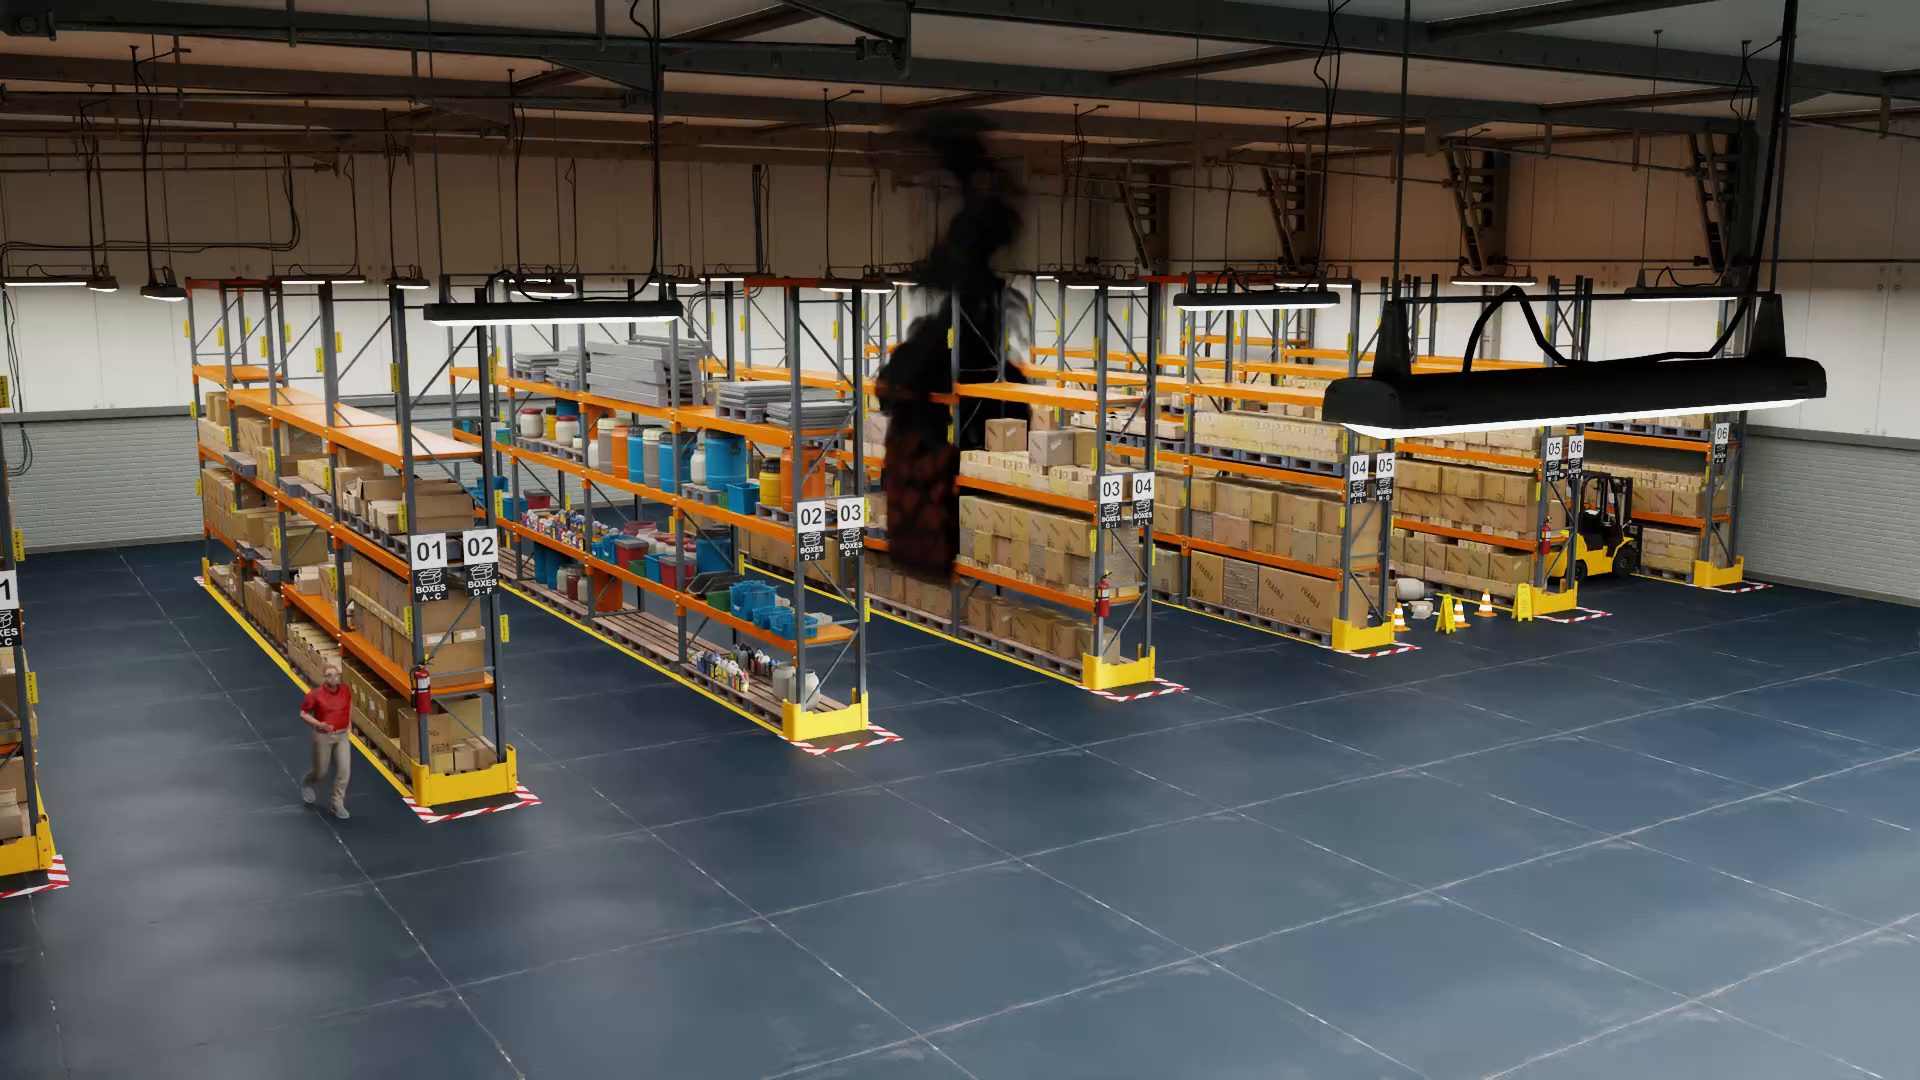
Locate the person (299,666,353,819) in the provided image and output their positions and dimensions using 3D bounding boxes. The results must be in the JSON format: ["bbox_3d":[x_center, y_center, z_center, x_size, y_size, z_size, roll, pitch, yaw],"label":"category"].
[{"bbox_3d":[-7.294,2.296,19.264,0.669,1.728,0.869,-9,13,-42],"label":"person"}]

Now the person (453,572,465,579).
[{"bbox_3d":[-8.669,0.386,28.717,0.666,1.794,0.859,-9,13,-43],"label":"person"}]
